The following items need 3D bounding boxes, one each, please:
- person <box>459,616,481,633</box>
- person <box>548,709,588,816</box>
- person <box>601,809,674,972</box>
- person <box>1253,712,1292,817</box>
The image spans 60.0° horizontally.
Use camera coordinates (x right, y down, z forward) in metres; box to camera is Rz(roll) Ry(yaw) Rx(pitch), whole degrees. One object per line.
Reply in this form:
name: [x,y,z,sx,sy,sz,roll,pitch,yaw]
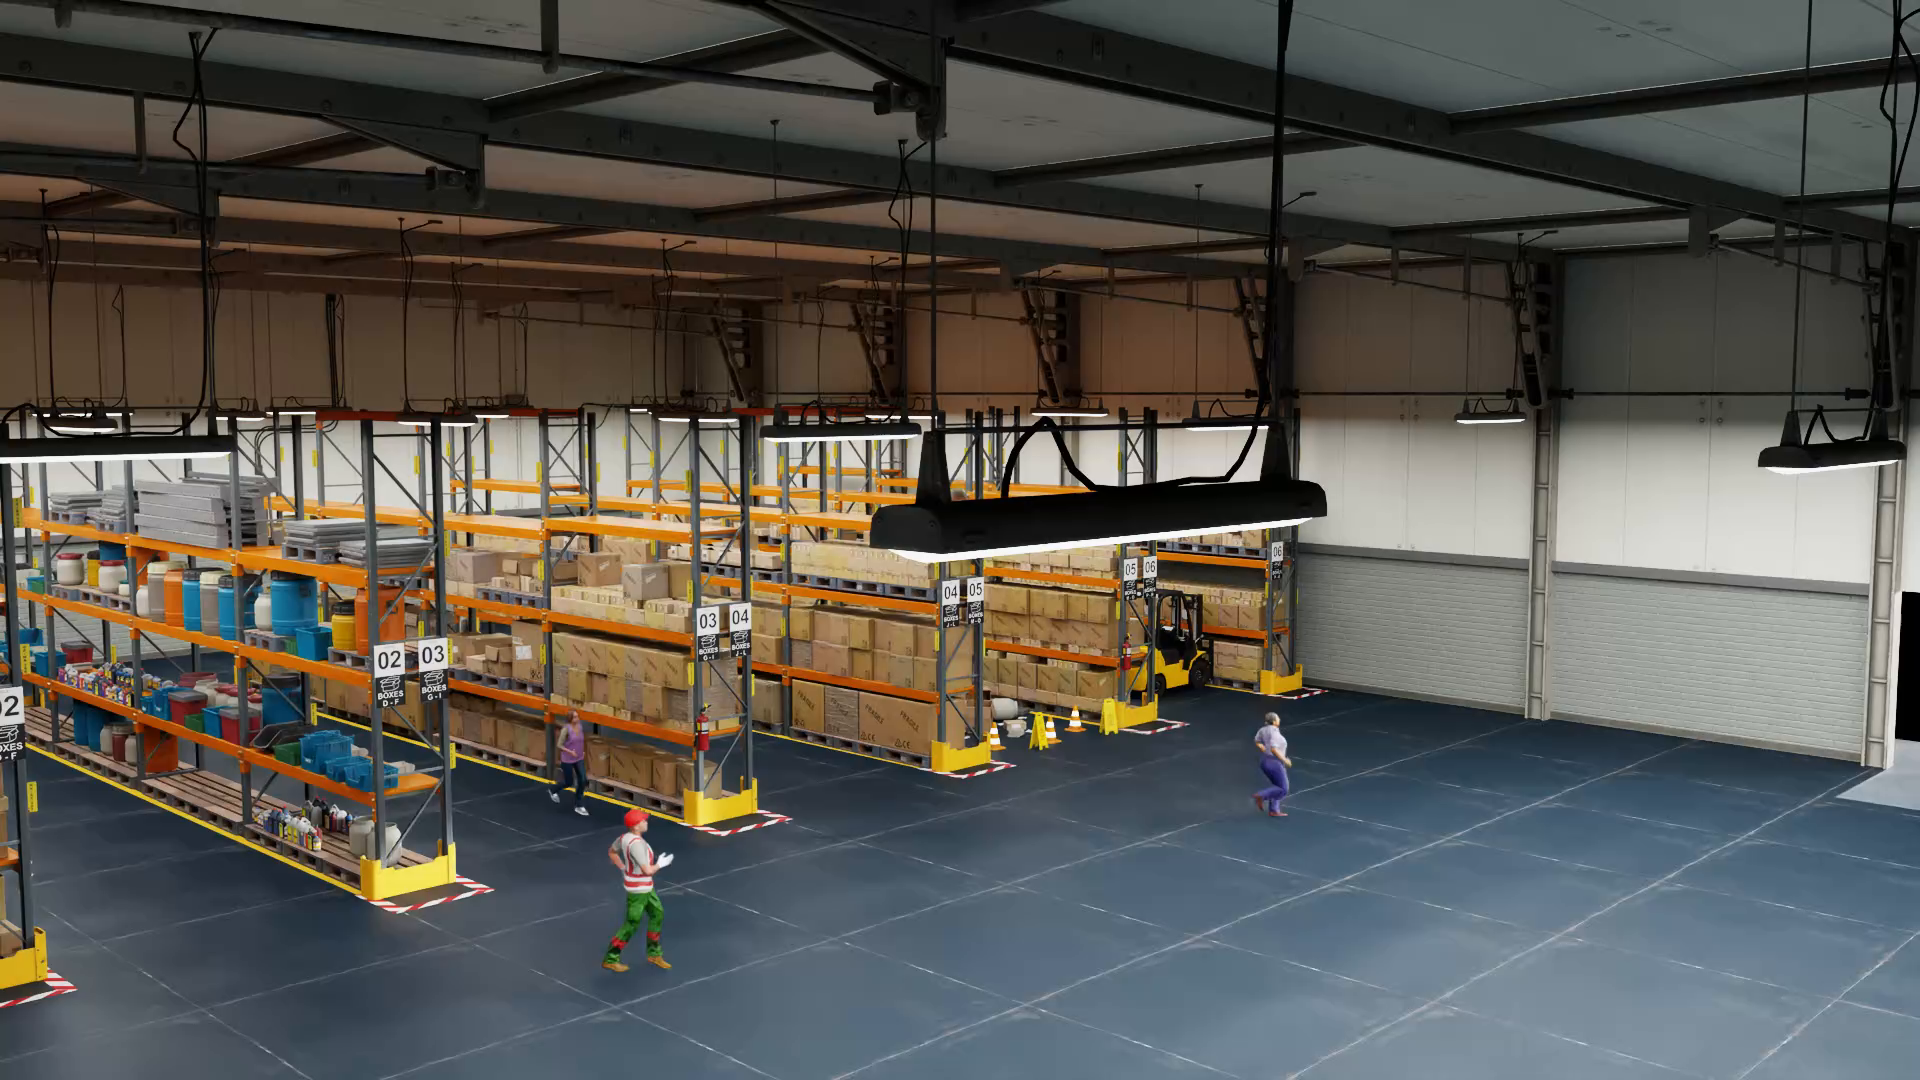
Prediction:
person: [-11.880,1.873,40.237,0.643,1.844,0.876,3,6,33]
person: [-5.899,3.328,25.100,0.809,1.589,0.525,4,6,38]
person: [-3.514,3.830,18.080,0.799,1.845,0.648,-1,5,-16]
person: [4.605,3.350,24.735,0.607,1.608,0.608,-2,5,-17]
